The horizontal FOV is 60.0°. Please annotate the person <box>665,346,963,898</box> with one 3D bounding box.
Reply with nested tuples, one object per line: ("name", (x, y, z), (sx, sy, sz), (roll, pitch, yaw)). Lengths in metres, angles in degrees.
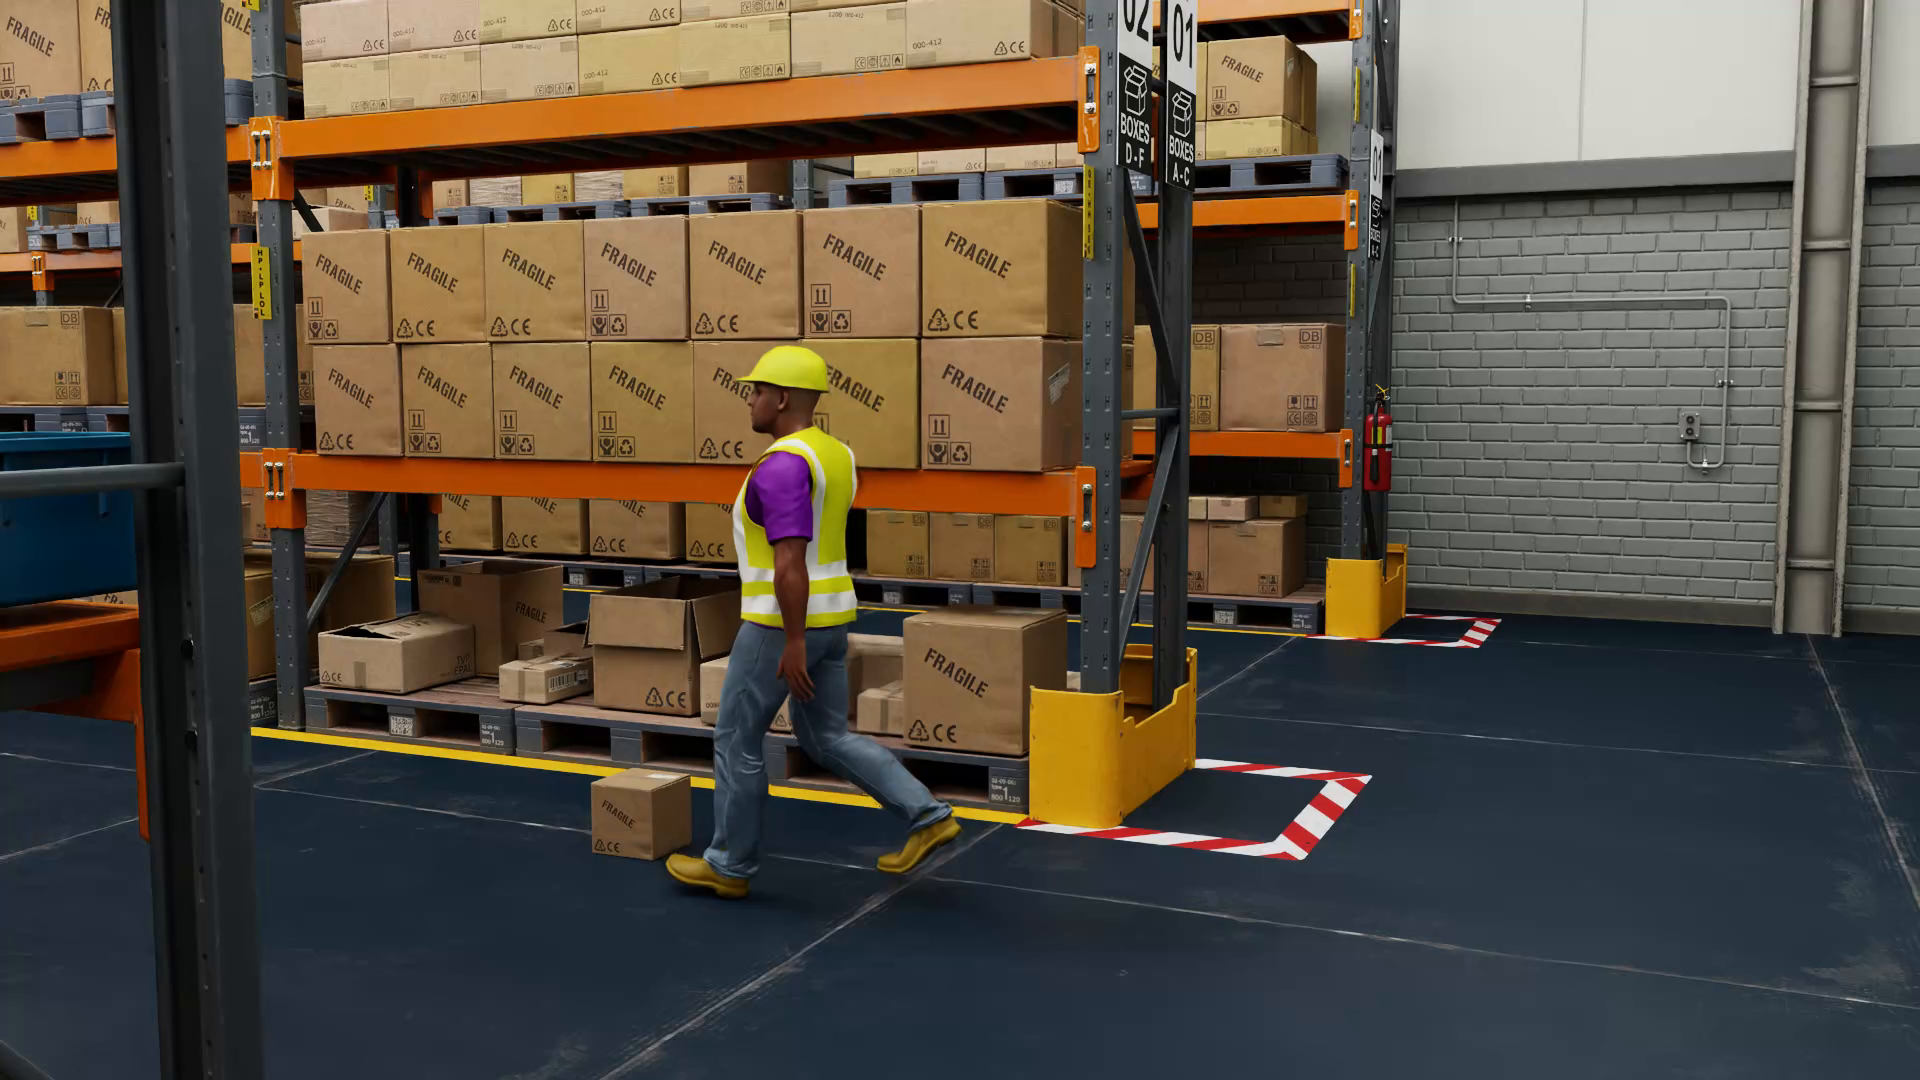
("person", (-0.484, 0.264, 5.234), (0.949, 1.742, 0.573), (2, 6, 19))
